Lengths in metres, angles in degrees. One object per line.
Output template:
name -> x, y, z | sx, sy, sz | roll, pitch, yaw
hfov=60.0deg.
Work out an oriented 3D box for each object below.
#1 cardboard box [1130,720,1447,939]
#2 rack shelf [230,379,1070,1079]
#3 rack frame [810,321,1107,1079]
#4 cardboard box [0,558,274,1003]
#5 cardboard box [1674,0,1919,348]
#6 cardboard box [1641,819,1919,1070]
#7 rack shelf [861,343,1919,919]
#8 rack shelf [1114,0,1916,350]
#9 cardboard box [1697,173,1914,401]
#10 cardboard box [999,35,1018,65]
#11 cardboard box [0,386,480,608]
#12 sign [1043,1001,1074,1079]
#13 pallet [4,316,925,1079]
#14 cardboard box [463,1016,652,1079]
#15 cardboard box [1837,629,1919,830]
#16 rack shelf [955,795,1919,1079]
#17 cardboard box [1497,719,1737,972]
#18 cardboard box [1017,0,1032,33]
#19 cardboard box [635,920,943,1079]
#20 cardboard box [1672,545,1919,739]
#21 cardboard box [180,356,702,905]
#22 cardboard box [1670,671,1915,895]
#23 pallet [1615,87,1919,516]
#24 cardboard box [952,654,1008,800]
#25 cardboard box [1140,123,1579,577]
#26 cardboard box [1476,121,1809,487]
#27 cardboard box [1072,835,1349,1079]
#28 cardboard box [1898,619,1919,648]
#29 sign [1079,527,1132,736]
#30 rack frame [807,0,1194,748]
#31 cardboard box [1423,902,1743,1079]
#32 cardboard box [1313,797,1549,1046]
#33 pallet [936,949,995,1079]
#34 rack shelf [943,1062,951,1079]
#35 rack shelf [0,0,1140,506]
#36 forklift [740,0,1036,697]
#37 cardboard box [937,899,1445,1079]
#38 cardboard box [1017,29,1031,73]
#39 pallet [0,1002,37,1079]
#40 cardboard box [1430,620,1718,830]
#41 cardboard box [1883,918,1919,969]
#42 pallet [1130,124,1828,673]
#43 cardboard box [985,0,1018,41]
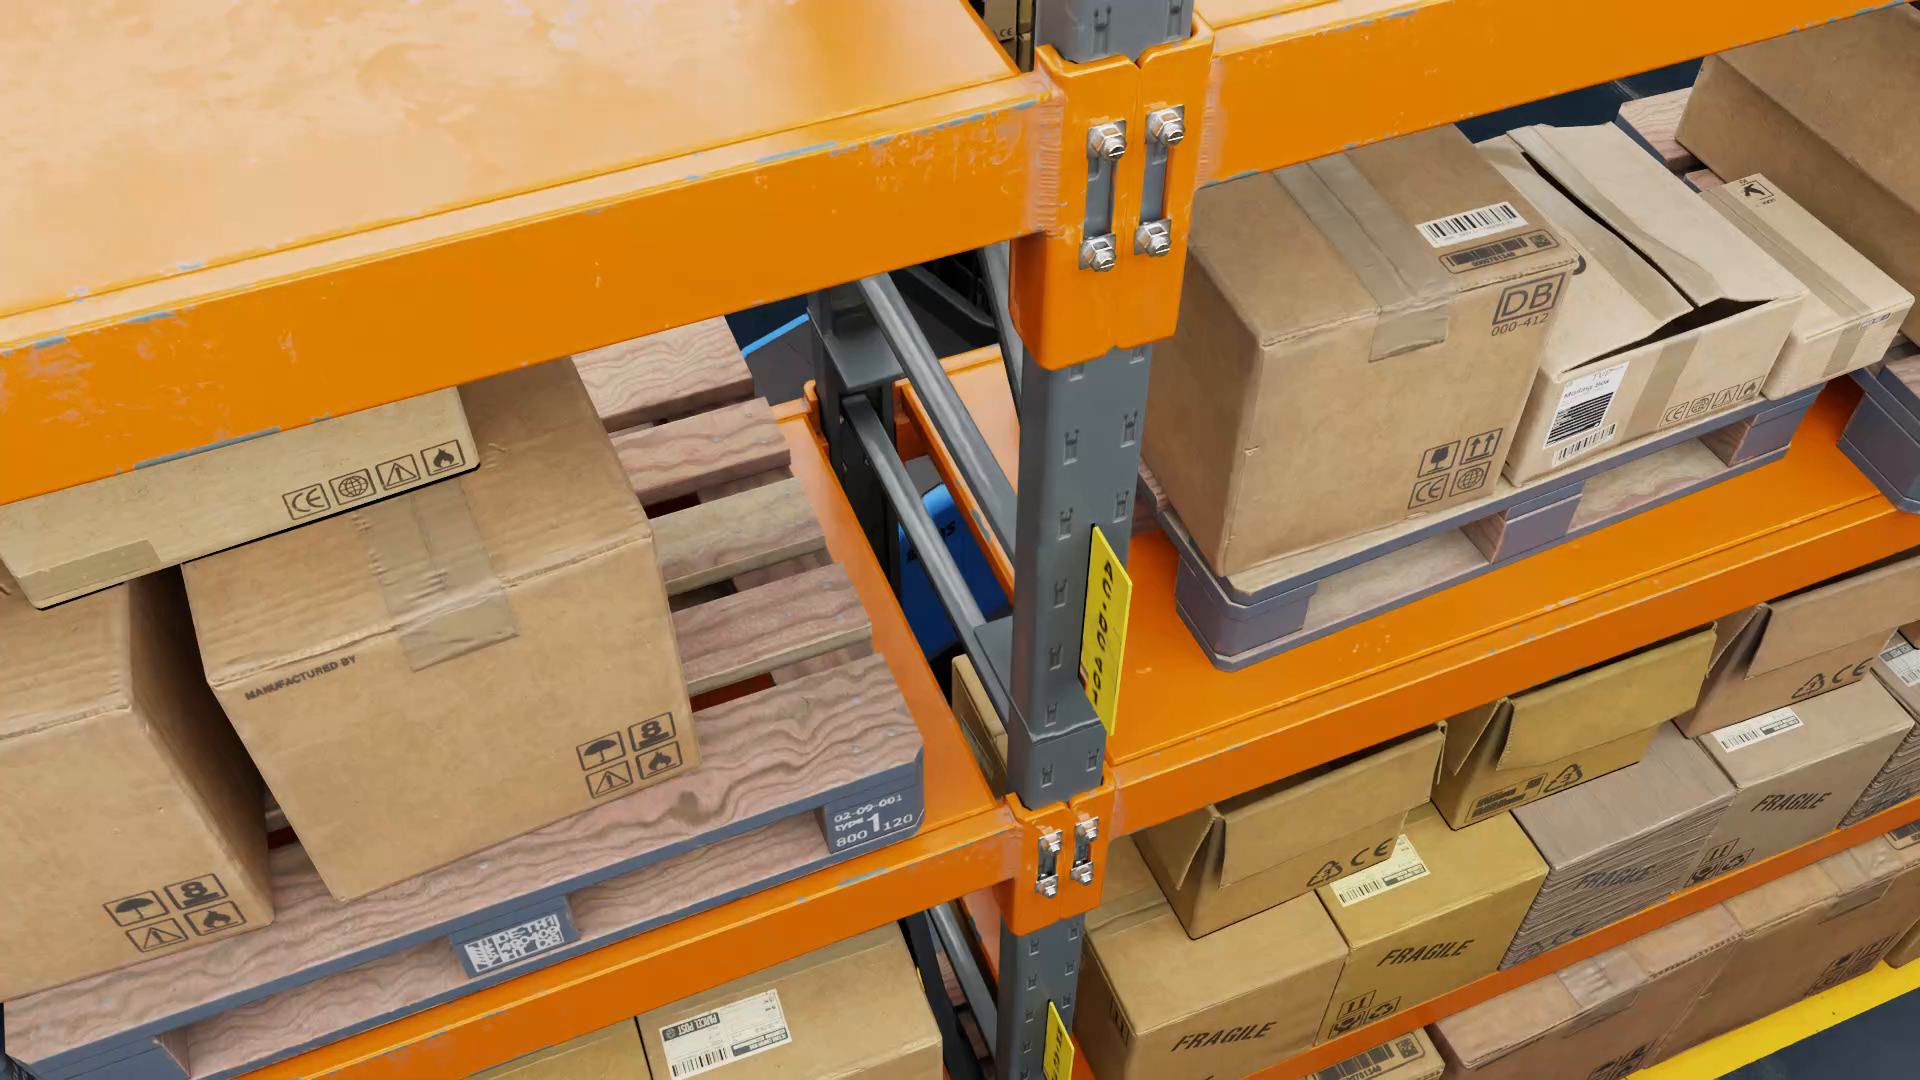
cardboard box -> 0.562, 0.357, 3.580 | 0.637, 0.503, 0.797 | -18, 52, -15
rack shelf -> -1.878, 0.736, 2.478 | 4.000, 0.370, 1.077 | -17, 52, -14
rack frame -> -0.026, 0.905, 3.836 | 0.127, 3.000, 1.000 | -17, 52, -14
cardboard box -> -1.228, 0.144, 2.104 | 0.500, 0.500, 0.700 | -15, 51, -12
cardboard box -> 1.793, -0.789, 2.969 | 0.637, 0.503, 0.797 | -18, 52, -15
cardboard box -> 2.202, 0.747, 5.096 | 0.875, 0.875, 1.225 | -17, 51, -14
rack shelf -> 1.825, -0.411, 3.464 | 4.000, 0.370, 1.077 | -17, 52, -14
rack shelf -> 1.825, -1.258, 2.477 | 4.000, 0.370, 1.077 | -17, 52, -14
cardboard box -> 1.409, -0.449, 2.910 | 0.250, 0.149, 0.380 | -19, 52, -16
cardboard box -> -0.055, -2.268, 7.932 | 0.500, 0.500, 0.500 | -16, 51, -14
cardboard box -> -0.900, -0.253, 1.951 | 0.500, 0.250, 0.500 | -20, 52, -17
sign -> 0.185, 0.987, 3.143 | 0.005, 0.325, 0.100 | -17, 52, -14
pallet -> -0.788, 0.184, 2.537 | 1.213, 0.211, 1.003 | -17, 52, -14
cardboard box -> -0.816, 1.073, 3.100 | 0.500, 0.500, 0.500 | -17, 51, -14
cardboard box -> 2.370, 0.331, 4.263 | 0.500, 0.500, 0.500 | -19, 52, -15
rack shelf -> 1.825, 0.566, 4.602 | 4.000, 0.370, 1.077 | -17, 52, -14
cardboard box -> 1.422, 0.628, 4.008 | 0.500, 0.500, 0.500 | -18, 52, -15
cardboard box -> 0.421, -2.654, 7.769 | 0.500, 0.250, 0.500 | -16, 51, -13
cardboard box -> -0.351, 0.933, 3.221 | 0.500, 0.500, 0.500 | -16, 51, -13
cardboard box -> 1.771, -0.021, 3.905 | 0.637, 0.503, 0.797 | -16, 51, -13
cardboard box -> -0.728, -0.007, 2.234 | 0.500, 0.500, 0.700 | -20, 52, -16
cardboard box -> 1.899, 0.476, 4.139 | 0.500, 0.500, 0.500 | -16, 51, -14
pallet -> 2.066, -0.613, 3.287 | 1.213, 0.211, 1.003 | -15, 51, -13
cardboard box -> 0.303, 0.547, 4.078 | 0.500, 0.500, 0.500 | -17, 51, -14
cardboard box -> 0.507, -0.415, 2.650 | 0.500, 0.500, 0.700 | -16, 51, -13
cardboard box -> 1.023, -0.431, 2.789 | 0.500, 0.311, 0.500 | -19, 52, -15
cardboard box -> 0.494, 0.916, 3.761 | 0.500, 0.500, 0.500 | -17, 51, -14
cardboard box -> 2.389, -0.218, 4.074 | 0.637, 0.503, 0.797 | -16, 51, -13
sign -> 0.185, 0.123, 2.138 | 0.005, 0.325, 0.100 | -17, 52, -14
rack frame -> -0.026, -1.049, 1.560 | 0.127, 3.000, 1.000 | -17, 52, -14
cardboard box -> 1.385, 1.006, 4.873 | 0.875, 0.875, 1.225 | -19, 52, -15
cardboard box -> 0.959, 0.772, 3.885 | 0.500, 0.500, 0.500 | -17, 51, -14
pallet -> 0.659, 1.540, 5.129 | 1.213, 0.211, 1.003 | -17, 52, -14
rack shelf -> -1.878, 1.713, 3.616 | 4.000, 0.370, 1.077 | -17, 52, -14
rack shelf -> -1.878, -0.111, 1.492 | 4.000, 0.370, 1.077 | -17, 52, -14
forklift -> 0.523, -1.290, 5.767 | 3.031, 2.935, 1.130 | -34, 57, -26
cardboard box -> 0.558, 1.263, 4.653 | 0.875, 0.875, 1.225 | -17, 51, -14
cardboard box -> 0.419, -2.395, 8.041 | 0.500, 0.500, 0.500 | -19, 52, -16
pallet -> -1.915, 0.531, 2.238 | 1.213, 0.211, 1.003 | -17, 52, -14
cardboard box -> 1.202, 0.168, 3.742 | 0.637, 0.503, 0.797 | -17, 51, -14
cardboard box -> 3.030, 0.497, 5.311 | 0.875, 0.875, 1.225 | -19, 52, -16
pallet -> 0.804, -0.307, 3.026 | 1.217, 0.209, 0.805 | -19, 52, -16
cardboard box -> -0.058, -2.498, 7.635 | 0.500, 0.250, 0.500 | -15, 51, -13
